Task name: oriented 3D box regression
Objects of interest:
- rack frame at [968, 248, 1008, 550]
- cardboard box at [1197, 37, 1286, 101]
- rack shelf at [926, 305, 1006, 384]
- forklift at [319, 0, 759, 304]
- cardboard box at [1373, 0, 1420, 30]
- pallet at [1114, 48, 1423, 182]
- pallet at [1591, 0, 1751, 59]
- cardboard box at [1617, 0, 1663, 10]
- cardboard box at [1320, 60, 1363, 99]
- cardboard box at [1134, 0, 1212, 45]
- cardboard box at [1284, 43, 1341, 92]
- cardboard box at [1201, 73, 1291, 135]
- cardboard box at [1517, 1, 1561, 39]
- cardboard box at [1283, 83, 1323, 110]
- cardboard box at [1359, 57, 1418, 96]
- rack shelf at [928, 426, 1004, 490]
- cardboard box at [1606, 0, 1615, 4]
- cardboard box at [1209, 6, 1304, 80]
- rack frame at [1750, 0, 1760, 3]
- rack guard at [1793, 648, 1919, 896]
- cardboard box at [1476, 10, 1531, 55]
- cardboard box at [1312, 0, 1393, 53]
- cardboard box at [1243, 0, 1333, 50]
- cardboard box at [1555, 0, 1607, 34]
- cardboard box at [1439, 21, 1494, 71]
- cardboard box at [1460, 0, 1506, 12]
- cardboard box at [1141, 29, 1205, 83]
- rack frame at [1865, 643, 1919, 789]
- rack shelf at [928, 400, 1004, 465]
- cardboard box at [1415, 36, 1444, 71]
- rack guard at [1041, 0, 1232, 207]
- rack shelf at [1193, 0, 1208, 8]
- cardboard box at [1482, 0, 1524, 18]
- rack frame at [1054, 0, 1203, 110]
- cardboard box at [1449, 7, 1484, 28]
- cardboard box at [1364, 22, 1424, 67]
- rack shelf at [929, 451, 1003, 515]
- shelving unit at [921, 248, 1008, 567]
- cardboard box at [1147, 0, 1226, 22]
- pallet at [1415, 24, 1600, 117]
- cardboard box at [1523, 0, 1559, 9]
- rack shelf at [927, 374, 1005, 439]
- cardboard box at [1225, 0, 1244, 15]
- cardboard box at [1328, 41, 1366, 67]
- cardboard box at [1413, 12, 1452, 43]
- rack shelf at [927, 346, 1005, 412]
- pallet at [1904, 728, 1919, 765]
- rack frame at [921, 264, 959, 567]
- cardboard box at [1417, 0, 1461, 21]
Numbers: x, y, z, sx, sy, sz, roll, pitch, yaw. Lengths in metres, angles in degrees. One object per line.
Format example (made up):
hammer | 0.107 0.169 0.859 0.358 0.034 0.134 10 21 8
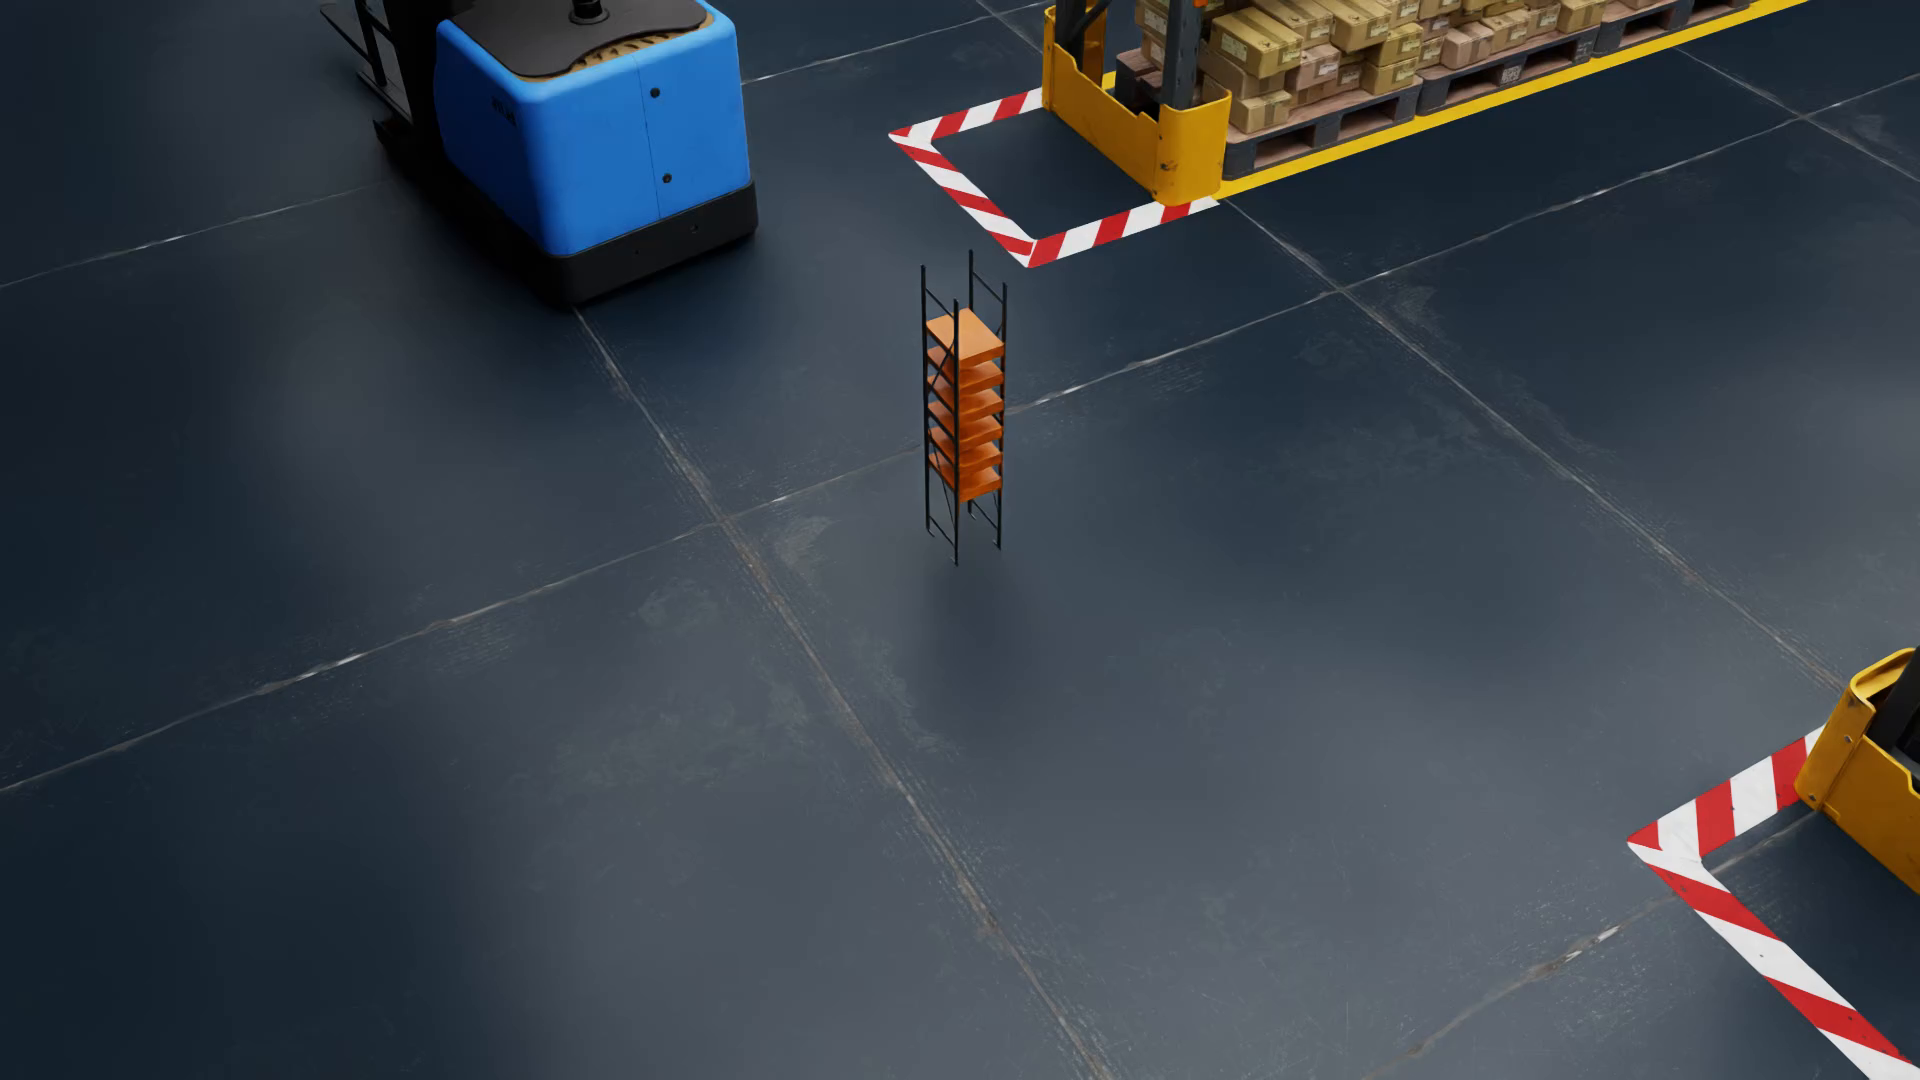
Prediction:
rack frame | 0.092 -0.467 5.870 0.006 1.200 0.240 -22 48 -21
cardboard box | 1.352 -2.285 7.983 0.250 0.149 0.380 -20 48 -19
rack shelf | 0.013 -0.662 5.618 0.180 0.103 0.258 -22 48 -21
forklift | -2.225 -3.050 7.288 1.130 2.935 3.031 -28 51 -26
cardboard box | 2.028 -2.656 8.152 0.250 0.149 0.380 -24 49 -23
pallet | 1.557 -2.311 8.479 1.213 0.211 1.003 -22 48 -21
pallet | 3.673 -3.157 9.352 1.213 0.211 1.003 -22 48 -21
cardboard box | 3.603 -3.028 8.961 0.250 0.149 0.380 -23 49 -22
cardboard box | 1.781 -2.371 8.285 0.250 0.149 0.380 -21 48 -21
cardboard box | 1.085 -2.614 8.322 0.250 0.149 0.380 -23 49 -22
cardboard box | 1.617 -2.346 8.046 0.250 0.149 0.380 -22 48 -21
cardboard box | 1.383 -2.140 8.047 0.250 0.149 0.380 -21 48 -20
cardboard box | 2.910 -2.789 8.715 0.250 0.149 0.380 -21 48 -20
cardboard box | 1.569 -2.281 8.192 0.250 0.149 0.380 -22 48 -21
cardboard box | 2.058 -2.394 8.308 0.250 0.149 0.380 -21 48 -20
rack shelf | 0.013 -0.318 5.952 0.180 0.103 0.258 -22 48 -21
cardboard box | 3.315 -3.010 8.943 0.250 0.149 0.380 -23 49 -22
cardboard box | 1.393 -2.342 7.828 0.250 0.149 0.380 -24 49 -23
rack frame | 4.238 -4.412 8.642 0.127 3.000 1.000 -22 48 -21
rack guard | 3.132 0.911 4.952 0.348 0.500 1.175 -22 48 -21
cardboard box | 2.718 -2.685 8.609 0.250 0.149 0.380 -22 48 -21
cardboard box | 1.854 -2.520 8.012 0.250 0.149 0.380 -22 48 -21
cardboard box | 1.572 -2.510 8.001 0.250 0.149 0.380 -21 48 -20
cardboard box | 3.170 -2.839 8.767 0.250 0.149 0.380 -22 48 -21
cardboard box | 2.491 -2.573 8.493 0.250 0.149 0.380 -24 49 -23
cardboard box | 2.524 -2.811 8.311 0.250 0.149 0.380 -21 48 -20
cardboard box | 1.122 -2.461 8.377 0.250 0.149 0.380 -21 48 -20
rack frame | 3.153 0.006 4.090 0.127 3.000 1.000 -22 48 -21
rack shelf | 0.013 -0.404 5.868 0.180 0.103 0.258 -22 48 -21
cardboard box | 2.231 -2.540 8.458 0.250 0.149 0.380 -22 48 -21
rack guard | 0.835 -2.154 8.110 0.348 0.500 1.175 -22 48 -21
rack shelf | 2.504 -3.460 8.178 4.000 0.370 1.077 -22 48 -21
cardboard box | 2.698 -2.865 8.580 0.250 0.149 0.380 -20 47 -19
rack frame | 0.769 -3.024 7.212 0.127 3.000 1.000 -22 48 -21
cardboard box | 2.459 -2.777 8.489 0.250 0.149 0.380 -19 47 -19
cardboard box | 2.062 -2.508 8.213 0.250 0.149 0.380 -20 48 -20
rack shelf | 0.013 -0.231 6.035 0.180 0.103 0.258 -22 48 -21
shelving unit | 0.013 -0.436 5.837 0.189 1.200 0.258 -22 48 -21
cardboard box | 1.102 -2.702 8.199 0.250 0.149 0.380 -21 48 -20
pallet | 2.614 -2.731 8.912 1.213 0.211 1.003 -22 48 -21
cardboard box | 2.951 -2.931 8.649 0.250 0.149 0.380 -24 49 -23
rack shelf | 0.013 -0.490 5.785 0.180 0.103 0.258 -22 48 -21
cardboard box | 1.349 -2.755 8.253 0.250 0.149 0.380 -21 48 -20
cardboard box | 1.785 -2.485 8.188 0.250 0.149 0.380 -21 48 -20
cardboard box | 2.245 -2.658 8.367 0.250 0.149 0.380 -24 49 -23
rack shelf | 0.013 -0.576 5.701 0.180 0.103 0.258 -22 48 -21
pallet | 3.807 0.682 5.396 1.213 0.211 1.003 -22 48 -21
rack frame | -0.067 -0.404 5.805 0.006 1.200 0.240 -22 48 -21
cardboard box | 2.273 -2.747 8.245 0.250 0.149 0.380 -20 48 -19
